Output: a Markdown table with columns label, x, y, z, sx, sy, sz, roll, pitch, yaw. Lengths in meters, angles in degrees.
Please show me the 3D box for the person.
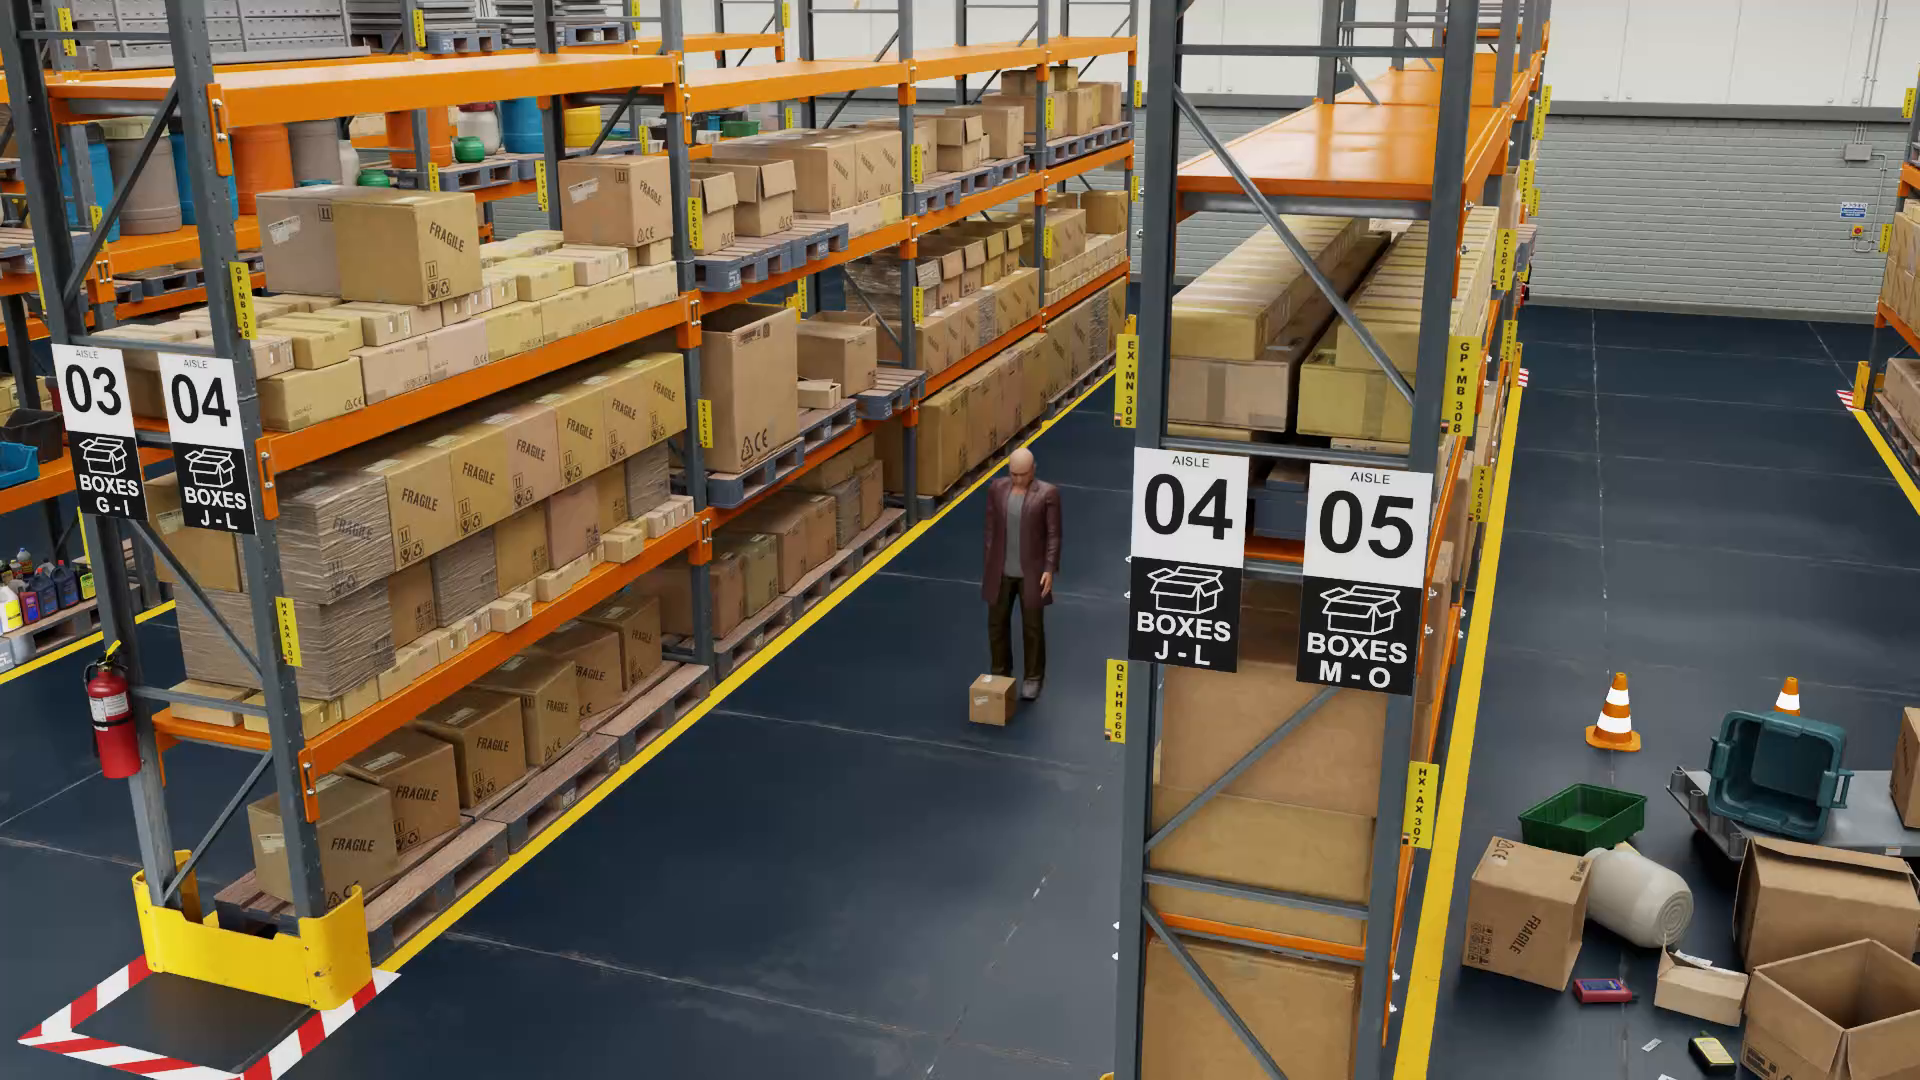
| label | x | y | z | sx | sy | sz | roll | pitch | yaw |
| --- | --- | --- | --- | --- | --- | --- | --- | --- | --- |
| person | 0.417 | 0.219 | 11.458 | 0.567 | 1.765 | 0.378 | 7 | 20 | 19 |
